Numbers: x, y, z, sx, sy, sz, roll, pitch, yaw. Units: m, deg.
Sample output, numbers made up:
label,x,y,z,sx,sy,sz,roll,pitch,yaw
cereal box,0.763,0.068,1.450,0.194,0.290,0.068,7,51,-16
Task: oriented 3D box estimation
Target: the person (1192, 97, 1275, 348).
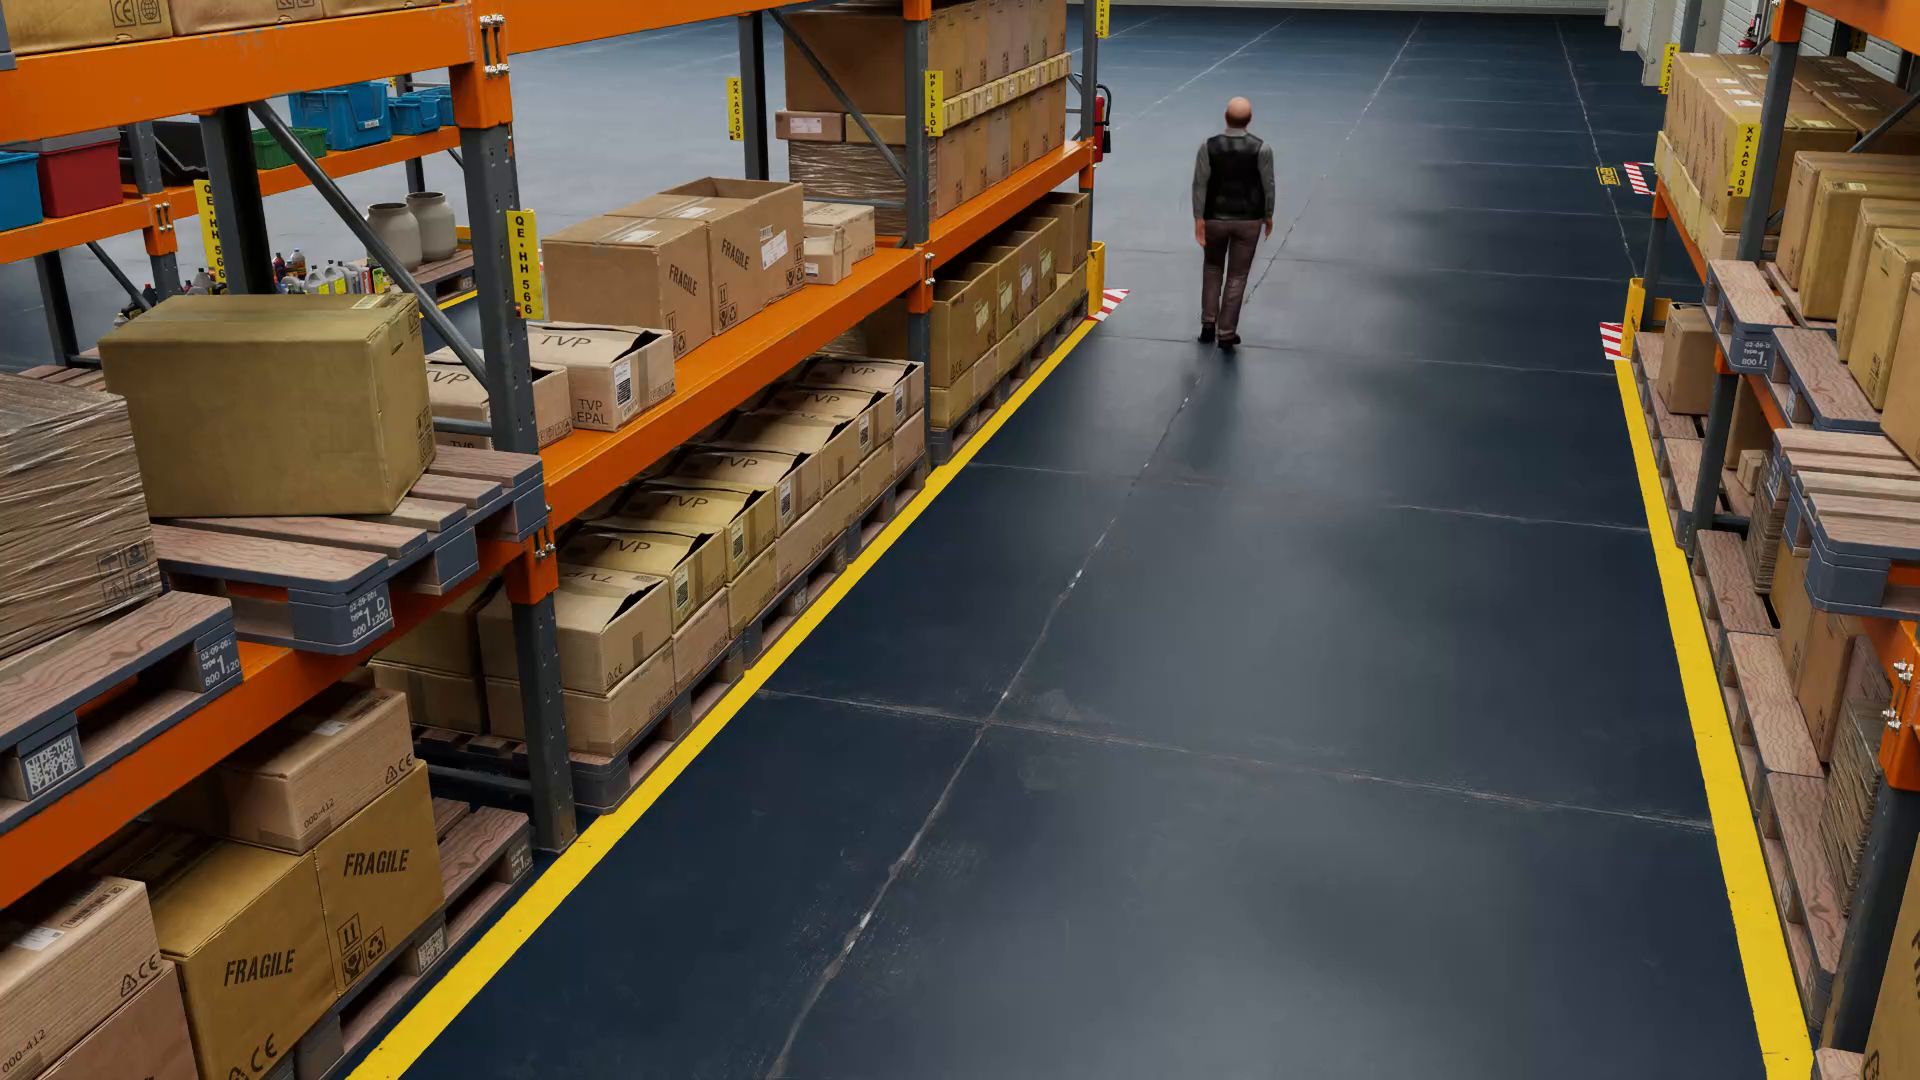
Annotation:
label,x,y,z,sx,sy,sz,roll,pitch,yaw
person,1.903,-2.185,11.622,0.553,1.786,0.551,7,23,17
